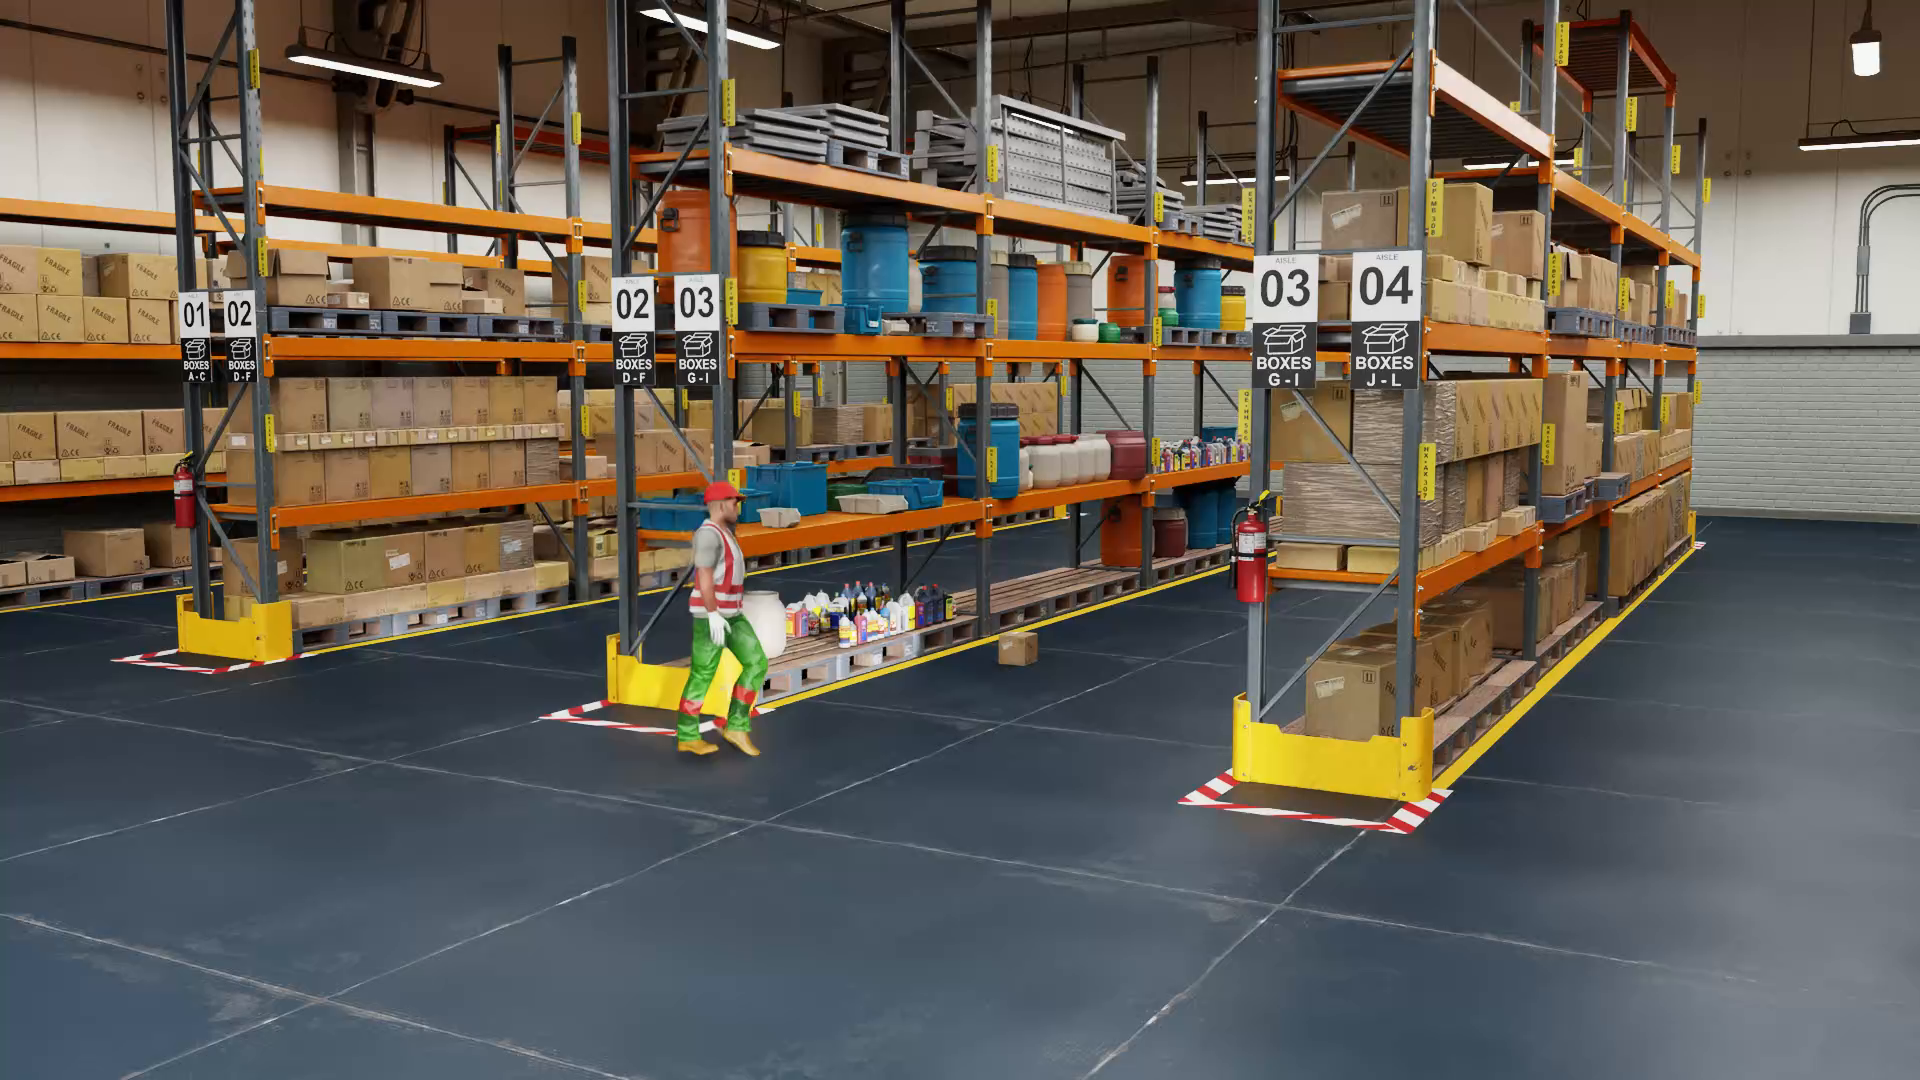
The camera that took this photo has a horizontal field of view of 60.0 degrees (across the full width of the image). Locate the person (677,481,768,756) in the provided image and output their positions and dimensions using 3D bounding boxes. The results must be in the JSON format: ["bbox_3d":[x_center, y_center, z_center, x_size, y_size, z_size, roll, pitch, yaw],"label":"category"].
[{"bbox_3d":[-1.568,0.534,10.862,0.541,1.824,0.659,1,6,14],"label":"person"}]
